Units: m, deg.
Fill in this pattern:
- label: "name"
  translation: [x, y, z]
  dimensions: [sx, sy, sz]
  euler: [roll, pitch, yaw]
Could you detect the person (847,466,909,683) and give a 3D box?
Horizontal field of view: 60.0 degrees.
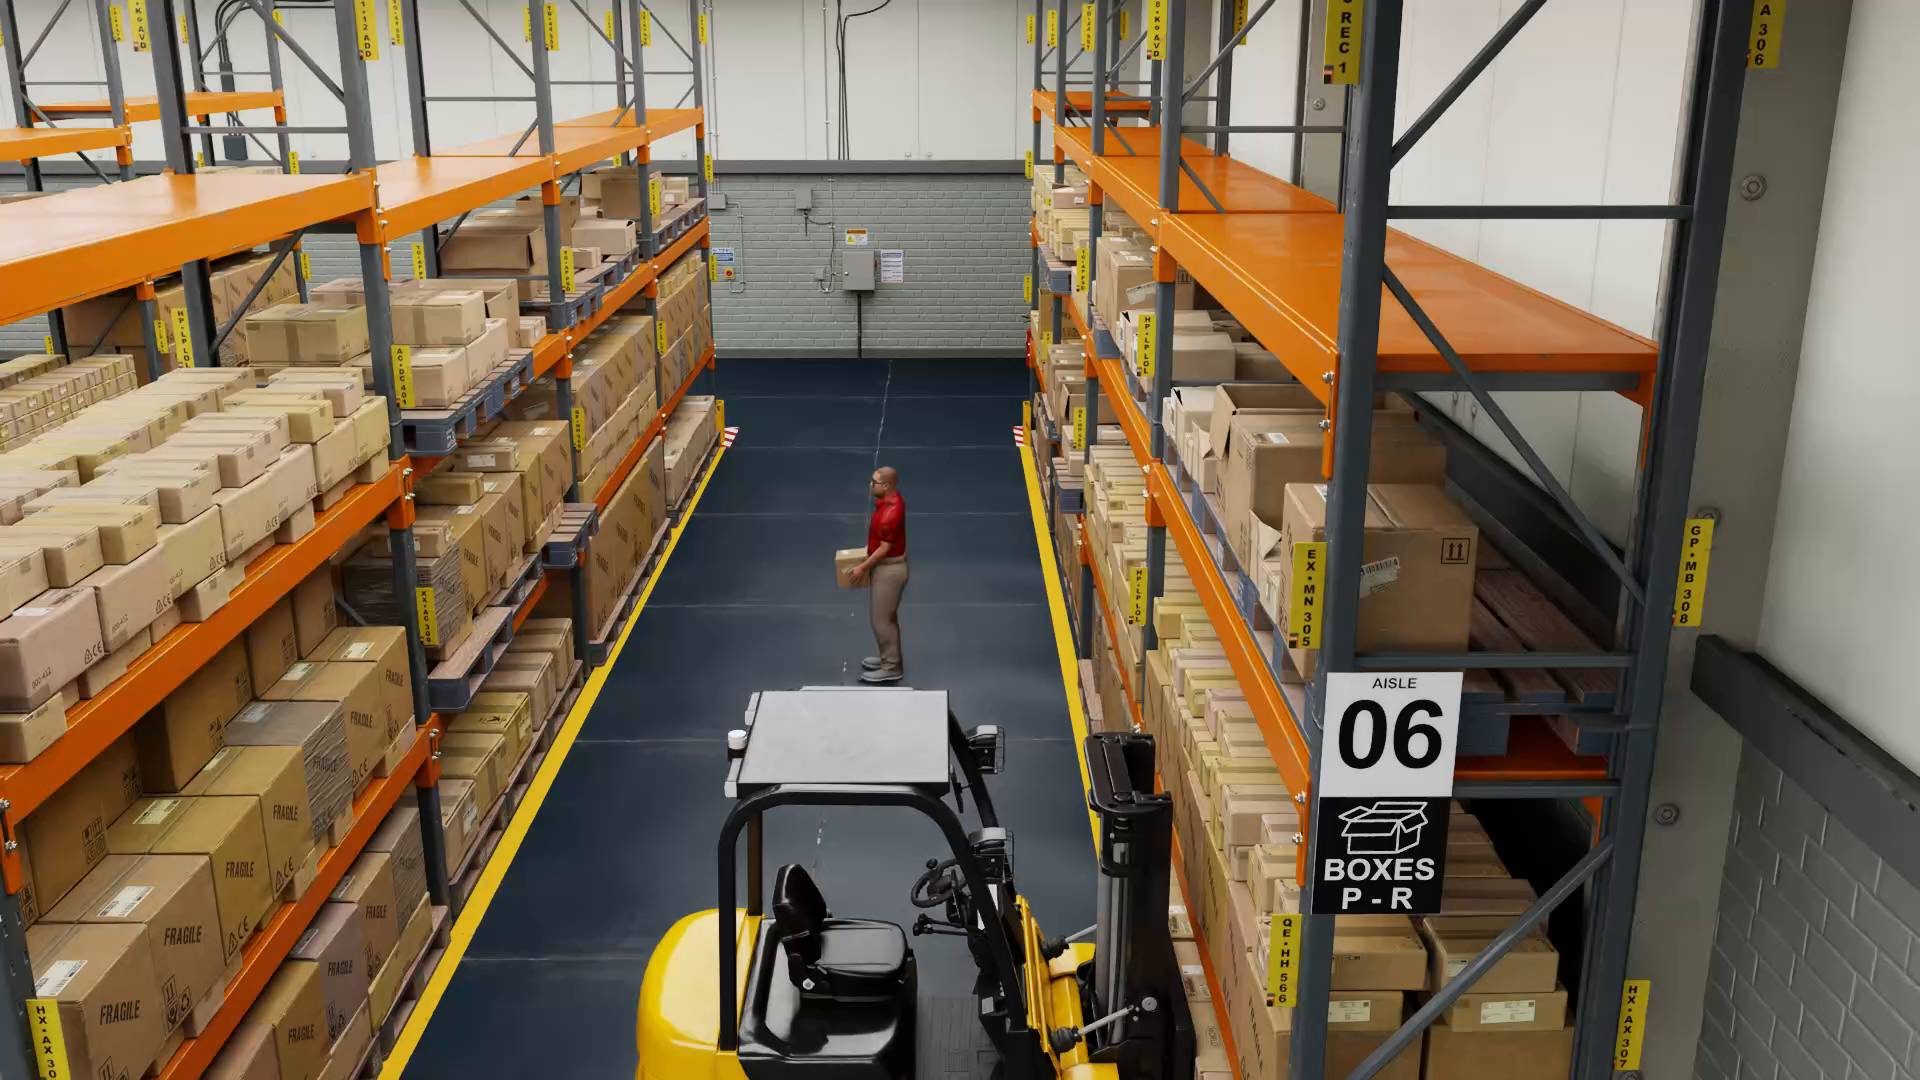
- label: "person"
  translation: [-0.649, 0.257, 13.218]
  dimensions: [0.483, 1.733, 0.530]
  euler: [0, 17, -1]
